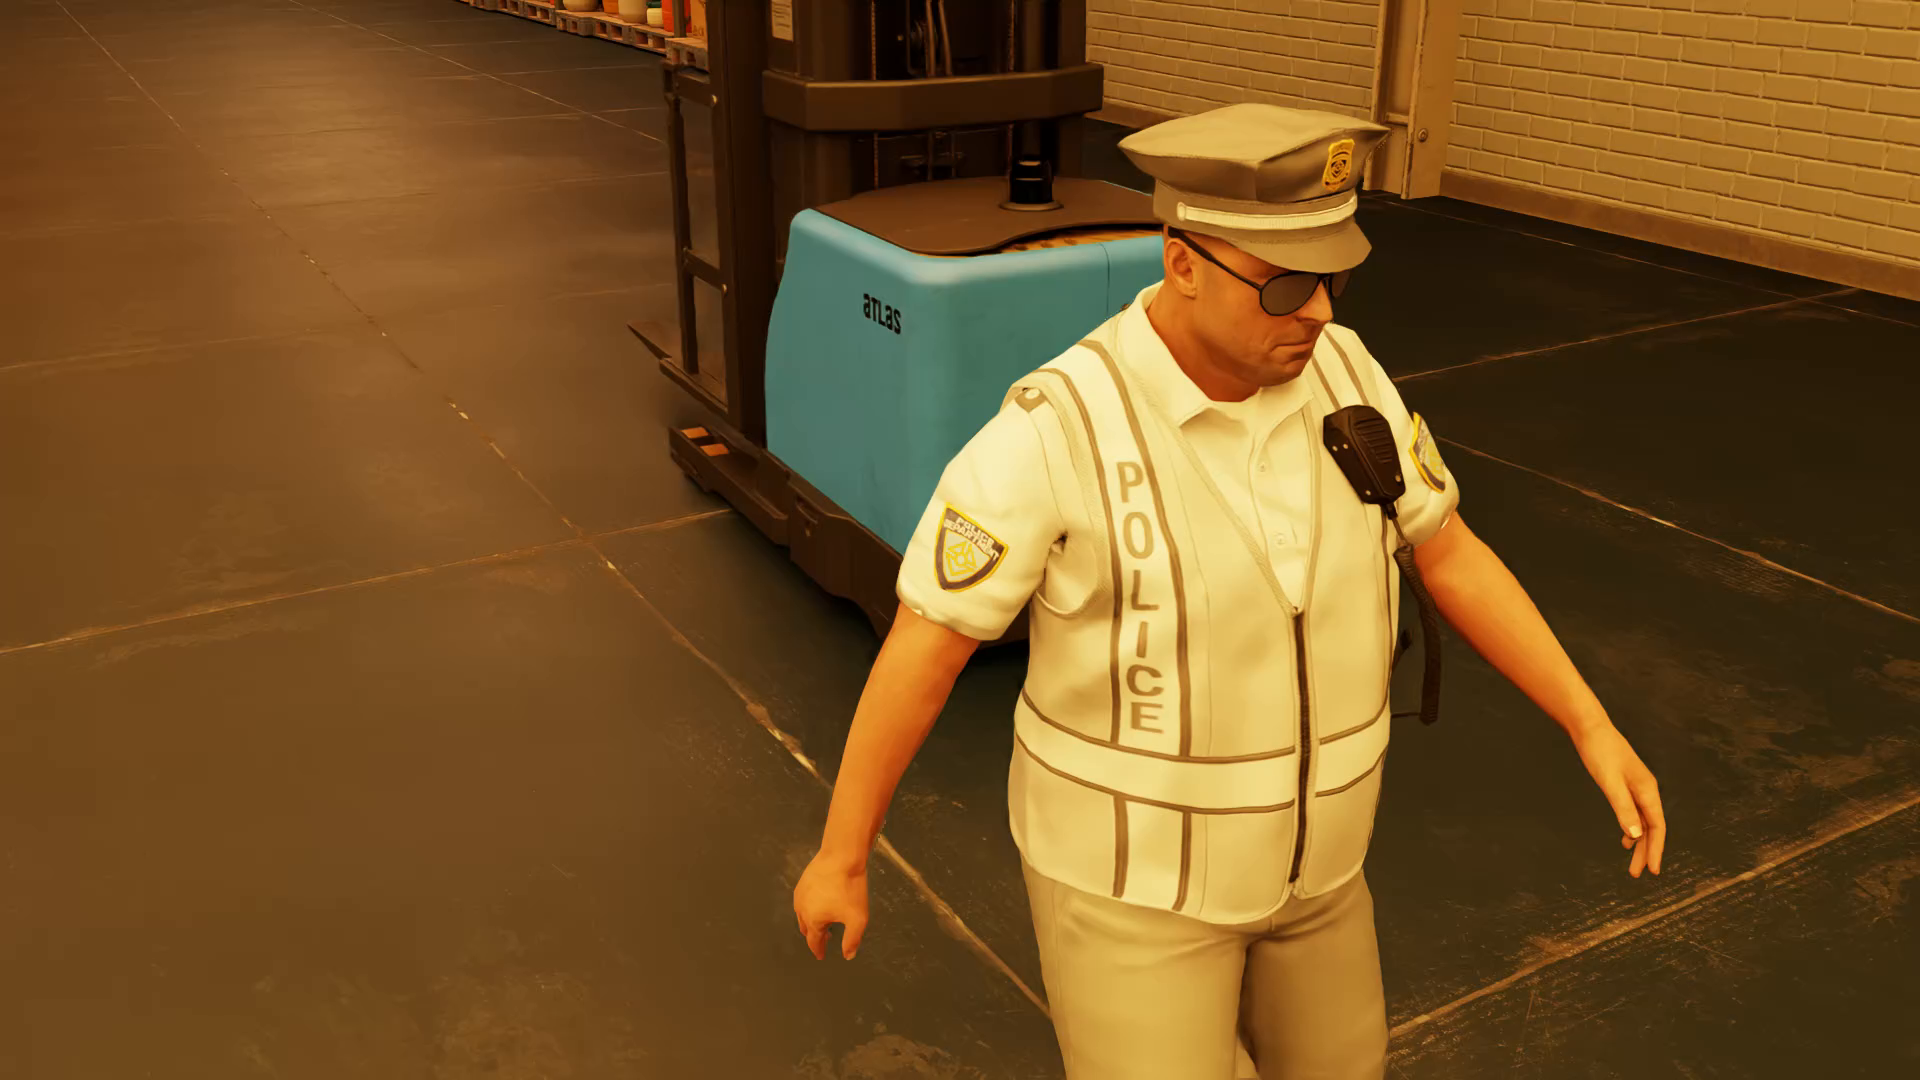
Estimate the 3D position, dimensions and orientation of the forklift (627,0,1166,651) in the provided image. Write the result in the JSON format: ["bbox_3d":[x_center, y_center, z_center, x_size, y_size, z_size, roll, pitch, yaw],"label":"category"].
[{"bbox_3d":[-0.335,-1.580,5.124,1.130,2.935,3.031,-11,25,-26],"label":"forklift"}]

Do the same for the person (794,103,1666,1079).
[{"bbox_3d":[0.280,0.370,1.968,0.870,1.730,0.680,-12,25,-28],"label":"person"}]
